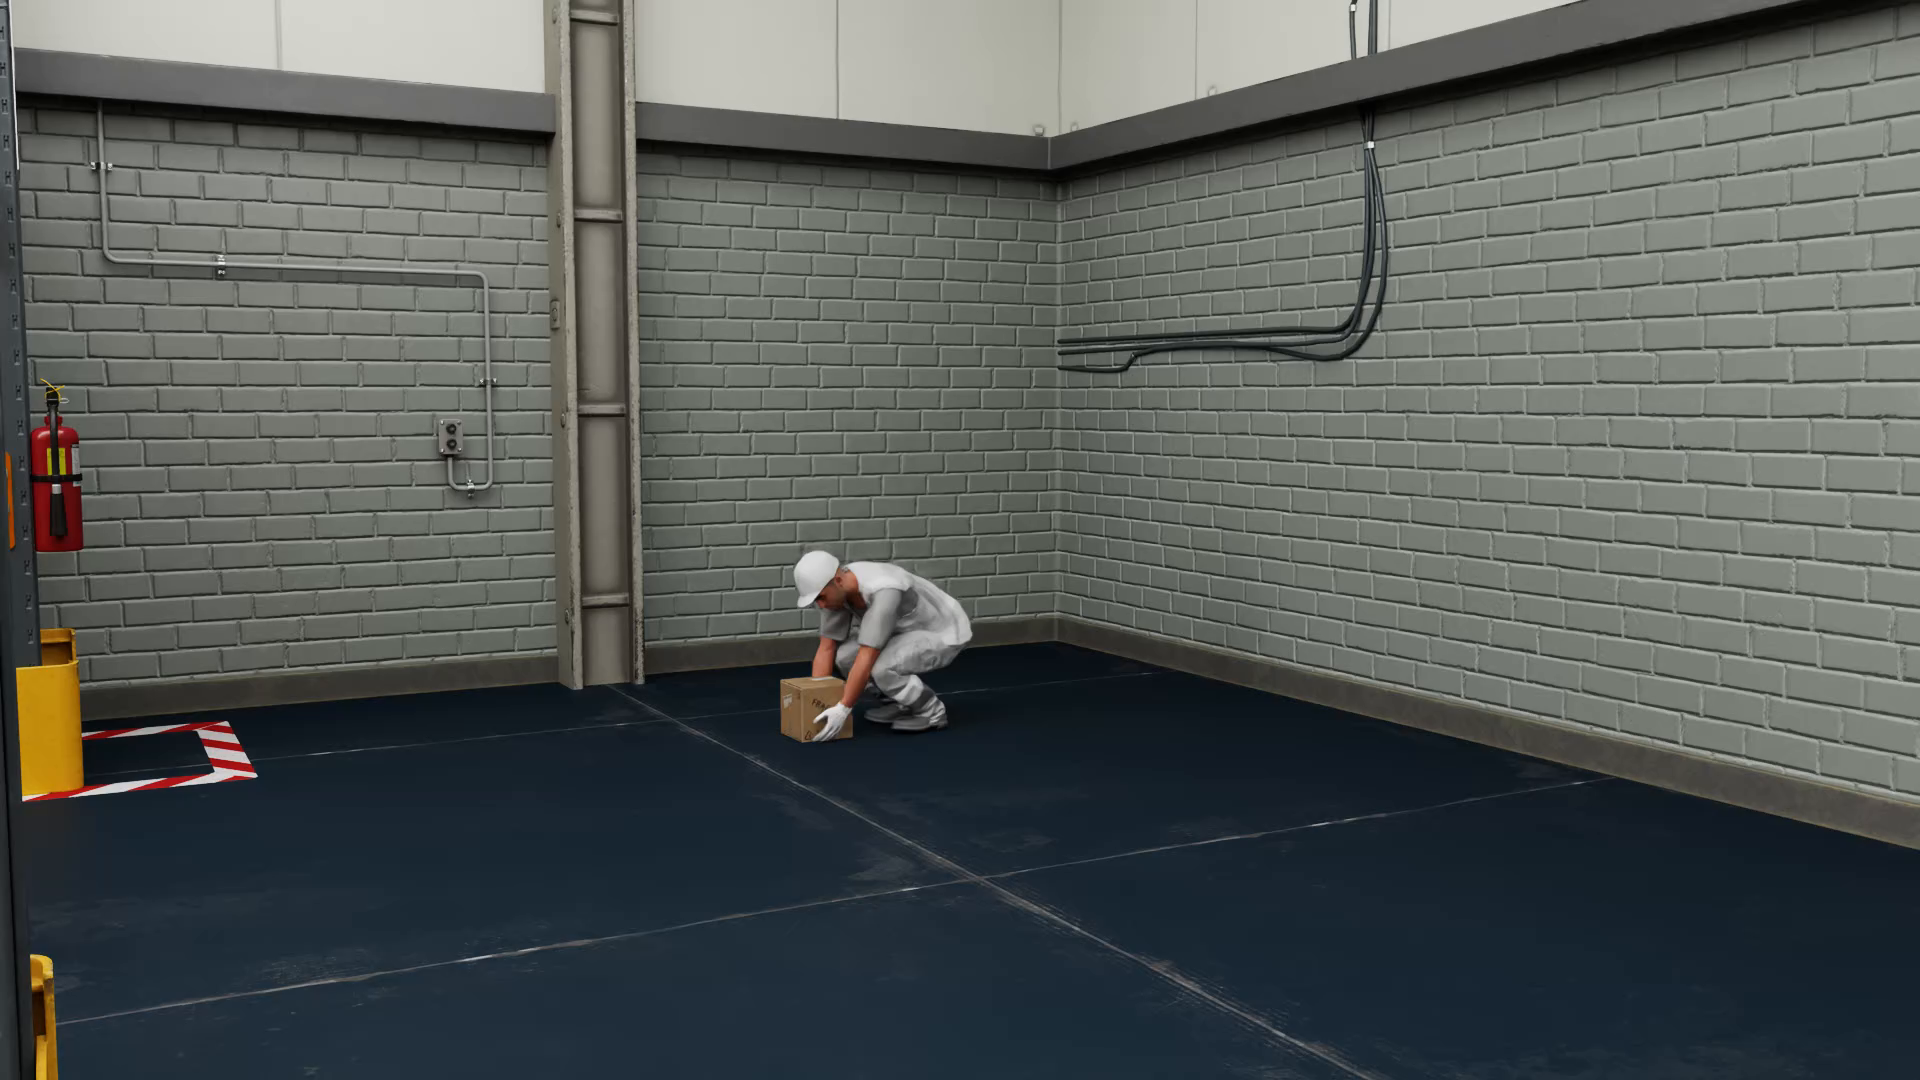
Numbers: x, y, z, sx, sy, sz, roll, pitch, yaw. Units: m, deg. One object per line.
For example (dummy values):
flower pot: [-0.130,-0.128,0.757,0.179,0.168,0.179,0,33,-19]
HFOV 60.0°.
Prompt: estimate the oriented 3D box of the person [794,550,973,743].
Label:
person: [-0.368,0.467,7.699,0.890,0.880,0.563,-3,6,-29]
